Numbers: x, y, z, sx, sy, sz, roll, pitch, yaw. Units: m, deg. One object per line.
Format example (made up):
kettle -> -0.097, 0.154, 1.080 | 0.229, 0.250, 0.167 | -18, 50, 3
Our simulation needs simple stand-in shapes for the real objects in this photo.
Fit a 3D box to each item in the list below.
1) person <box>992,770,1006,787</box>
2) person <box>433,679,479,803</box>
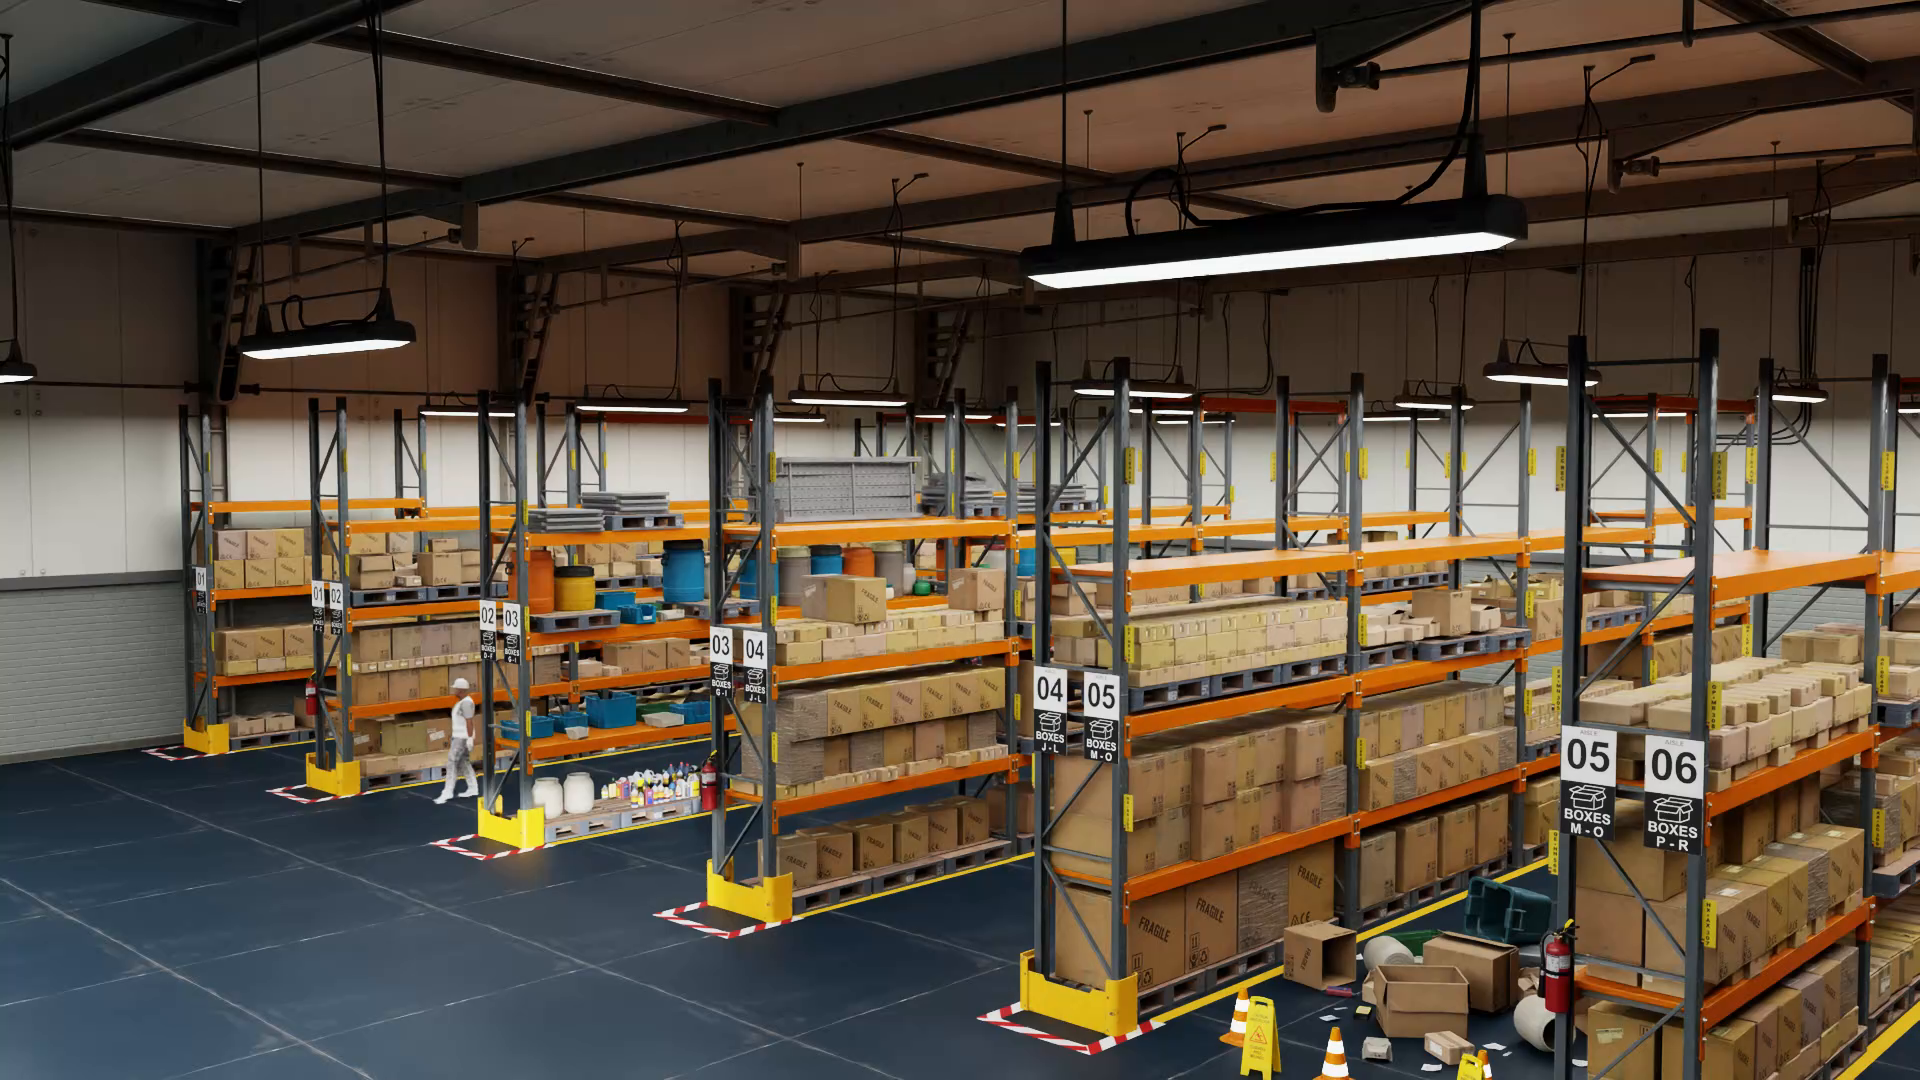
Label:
person -> 0.539, 3.058, 25.164 | 0.448, 1.579, 0.498 | -1, 3, -24
person -> -7.534, 2.967, 24.820 | 0.640, 1.788, 0.647 | -1, 3, -15
